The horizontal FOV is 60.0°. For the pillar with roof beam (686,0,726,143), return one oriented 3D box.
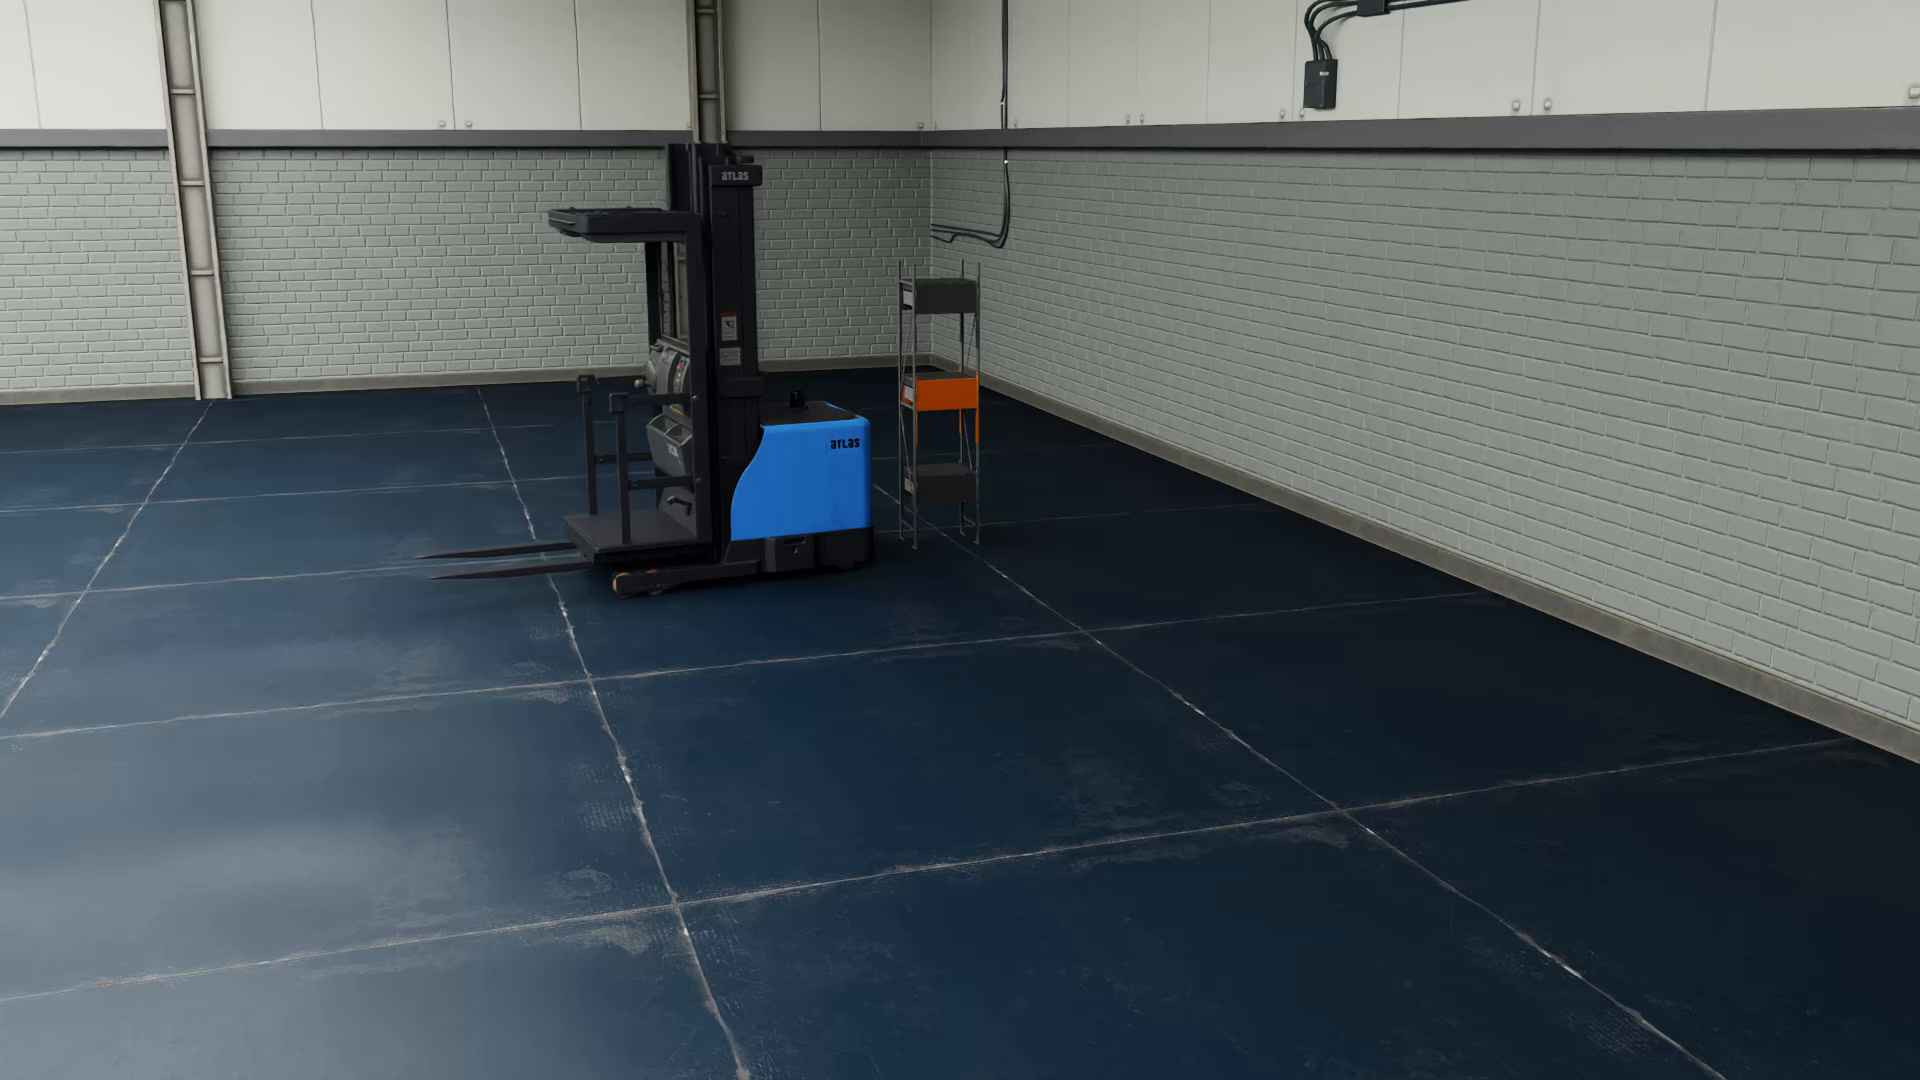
[{"bbox_3d":[-1.796,-5.572,16.622,0.400,9.000,9.100,-4,14,-18],"label":"pillar with roof beam"}]

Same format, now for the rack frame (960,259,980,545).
[{"bbox_3d":[0.074,-1.027,12.424,0.015,2.100,0.400,-4,14,-18],"label":"rack frame"}]

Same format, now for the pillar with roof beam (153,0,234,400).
[{"bbox_3d":[-7.483,-5.129,14.761,0.400,9.000,9.100,-4,14,-18],"label":"pillar with roof beam"}]

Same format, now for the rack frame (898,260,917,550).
[{"bbox_3d":[-0.388,-0.991,12.273,0.015,2.100,0.400,-4,14,-18],"label":"rack frame"}]

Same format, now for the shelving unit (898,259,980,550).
[{"bbox_3d":[-0.157,-1.009,12.348,0.503,2.100,0.431,-4,14,-18],"label":"shelving unit"}]

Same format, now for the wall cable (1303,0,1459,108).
[{"bbox_3d":[3.058,-6.015,11.135,0.169,6.003,2.305,-4,14,-18],"label":"wall cable"}]

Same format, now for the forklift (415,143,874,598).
[{"bbox_3d":[-2.170,-1.181,11.275,3.031,2.935,1.130,-6,15,-24],"label":"forklift"}]

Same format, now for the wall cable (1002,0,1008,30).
[{"bbox_3d":[0.908,-6.797,17.567,0.112,2.526,3.097,-4,14,-18],"label":"wall cable"}]

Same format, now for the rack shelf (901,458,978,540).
[{"bbox_3d":[-0.157,-0.315,12.514,0.480,0.518,0.431,-4,14,-18],"label":"rack shelf"}]

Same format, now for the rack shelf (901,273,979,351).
[{"bbox_3d":[-0.157,-1.677,12.190,0.480,0.518,0.431,-4,14,-18],"label":"rack shelf"}]

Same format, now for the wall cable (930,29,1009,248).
[{"bbox_3d":[0.045,-4.933,20.646,0.112,2.526,3.097,-4,14,-18],"label":"wall cable"}]

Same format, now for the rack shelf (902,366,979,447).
[{"bbox_3d":[-0.157,-0.996,12.352,0.480,0.518,0.431,-4,14,-18],"label":"rack shelf"}]
